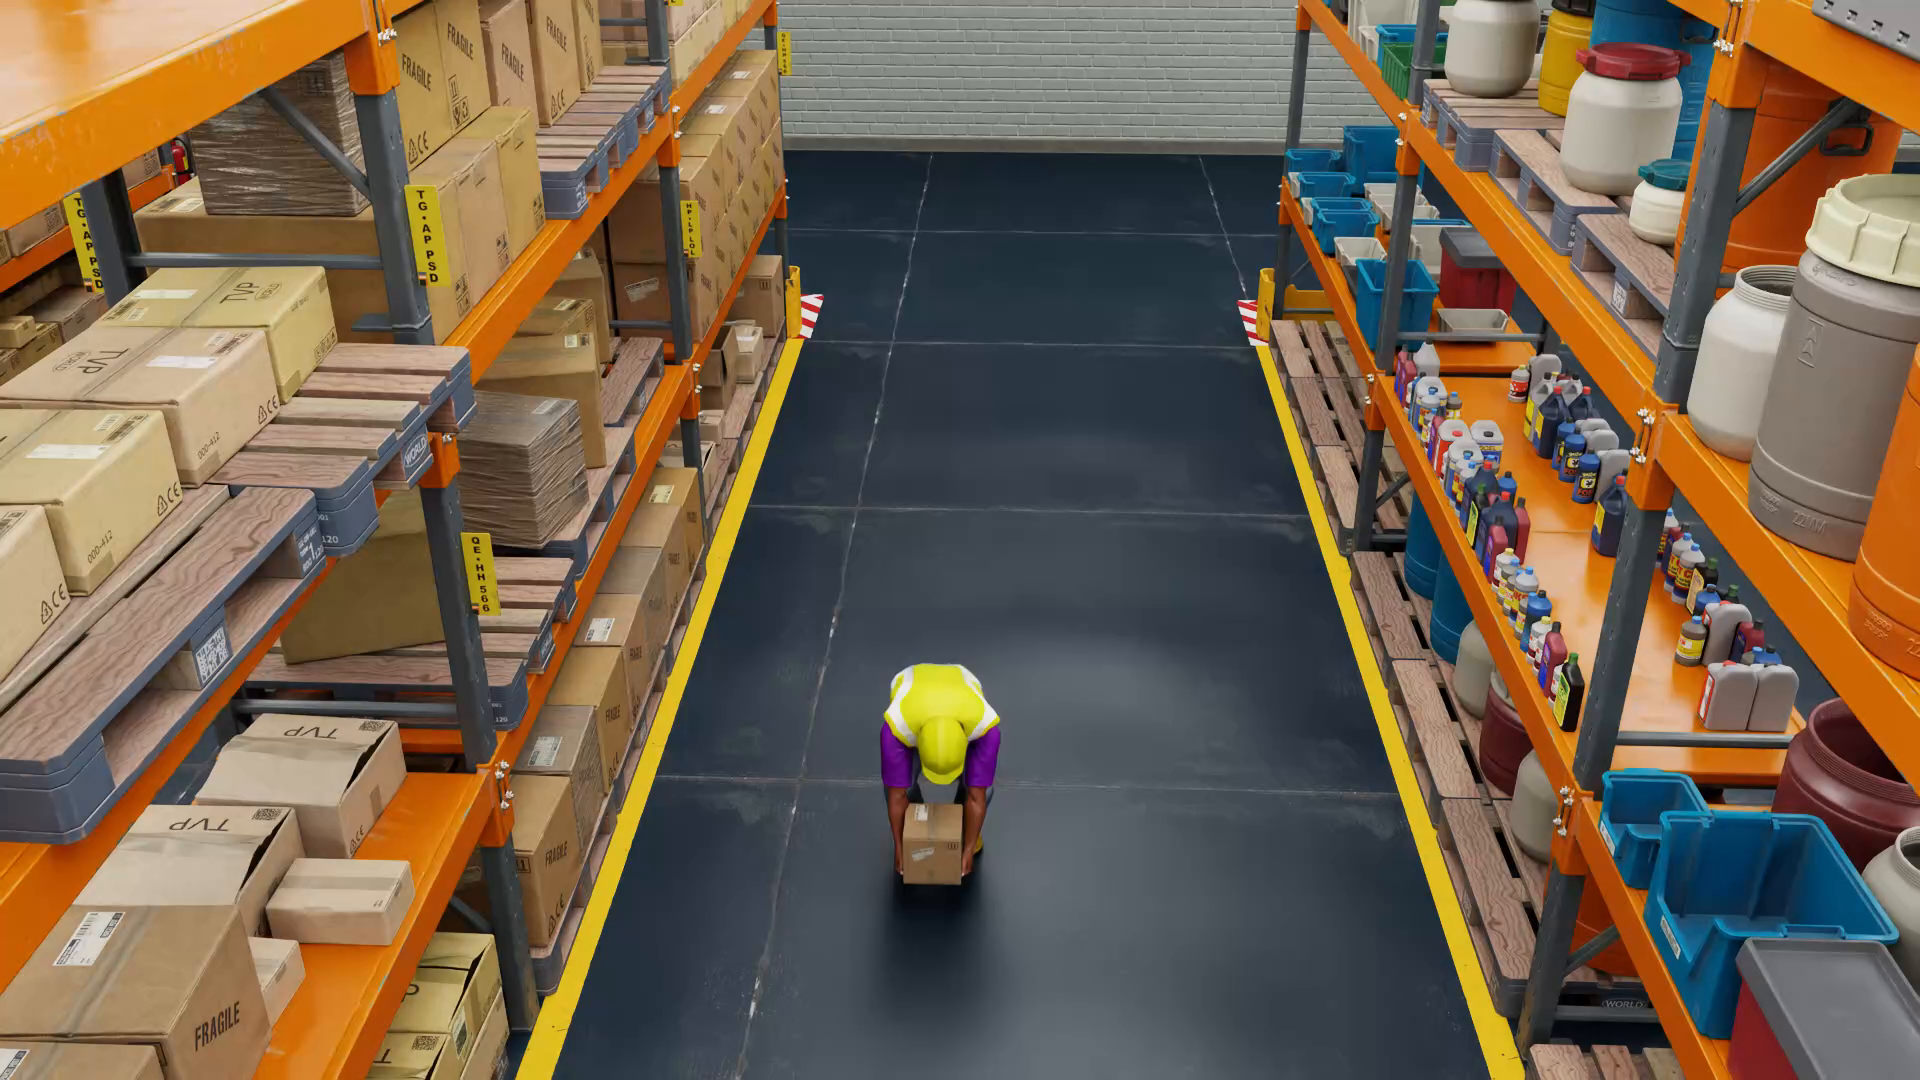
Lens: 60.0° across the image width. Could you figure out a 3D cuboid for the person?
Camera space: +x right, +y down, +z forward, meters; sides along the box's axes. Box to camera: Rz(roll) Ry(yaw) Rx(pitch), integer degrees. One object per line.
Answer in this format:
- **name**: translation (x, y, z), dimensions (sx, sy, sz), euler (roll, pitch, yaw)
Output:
- **person**: translation (-0.085, 1.033, 7.478), dimensions (0.523, 0.985, 0.919), euler (0, 28, 0)
